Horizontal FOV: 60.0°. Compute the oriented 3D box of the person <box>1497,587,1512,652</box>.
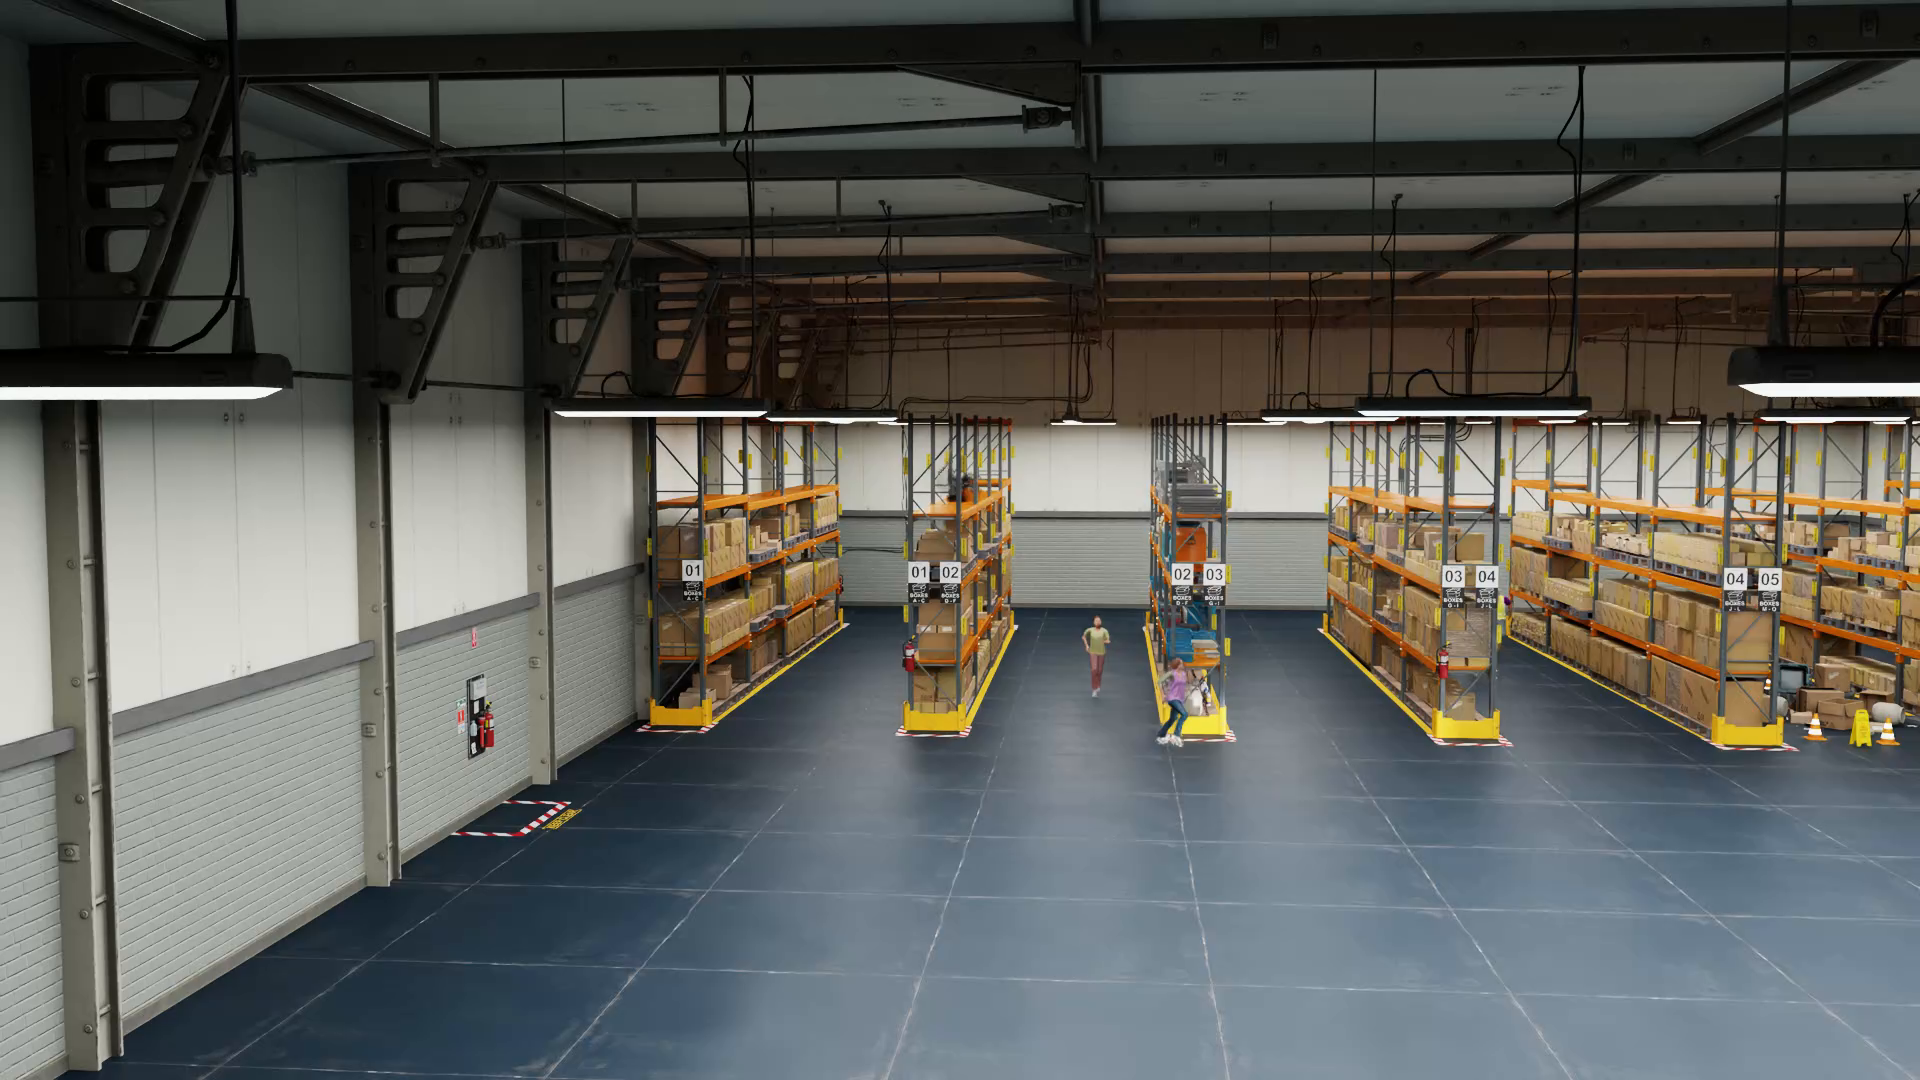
[{"bbox_3d":[13.600,2.013,42.051,0.731,1.712,0.782,1,4,10],"label":"person"}]

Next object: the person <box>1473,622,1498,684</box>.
[{"bbox_3d":[11.911,2.376,37.585,0.611,1.698,0.895,0,4,0],"label":"person"}]

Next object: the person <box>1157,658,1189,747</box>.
[{"bbox_3d":[3.898,2.906,30.004,0.635,1.550,0.528,3,5,41],"label":"person"}]

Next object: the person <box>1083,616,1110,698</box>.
[{"bbox_3d":[2.930,2.476,35.560,0.561,1.726,0.688,0,4,-4],"label":"person"}]
